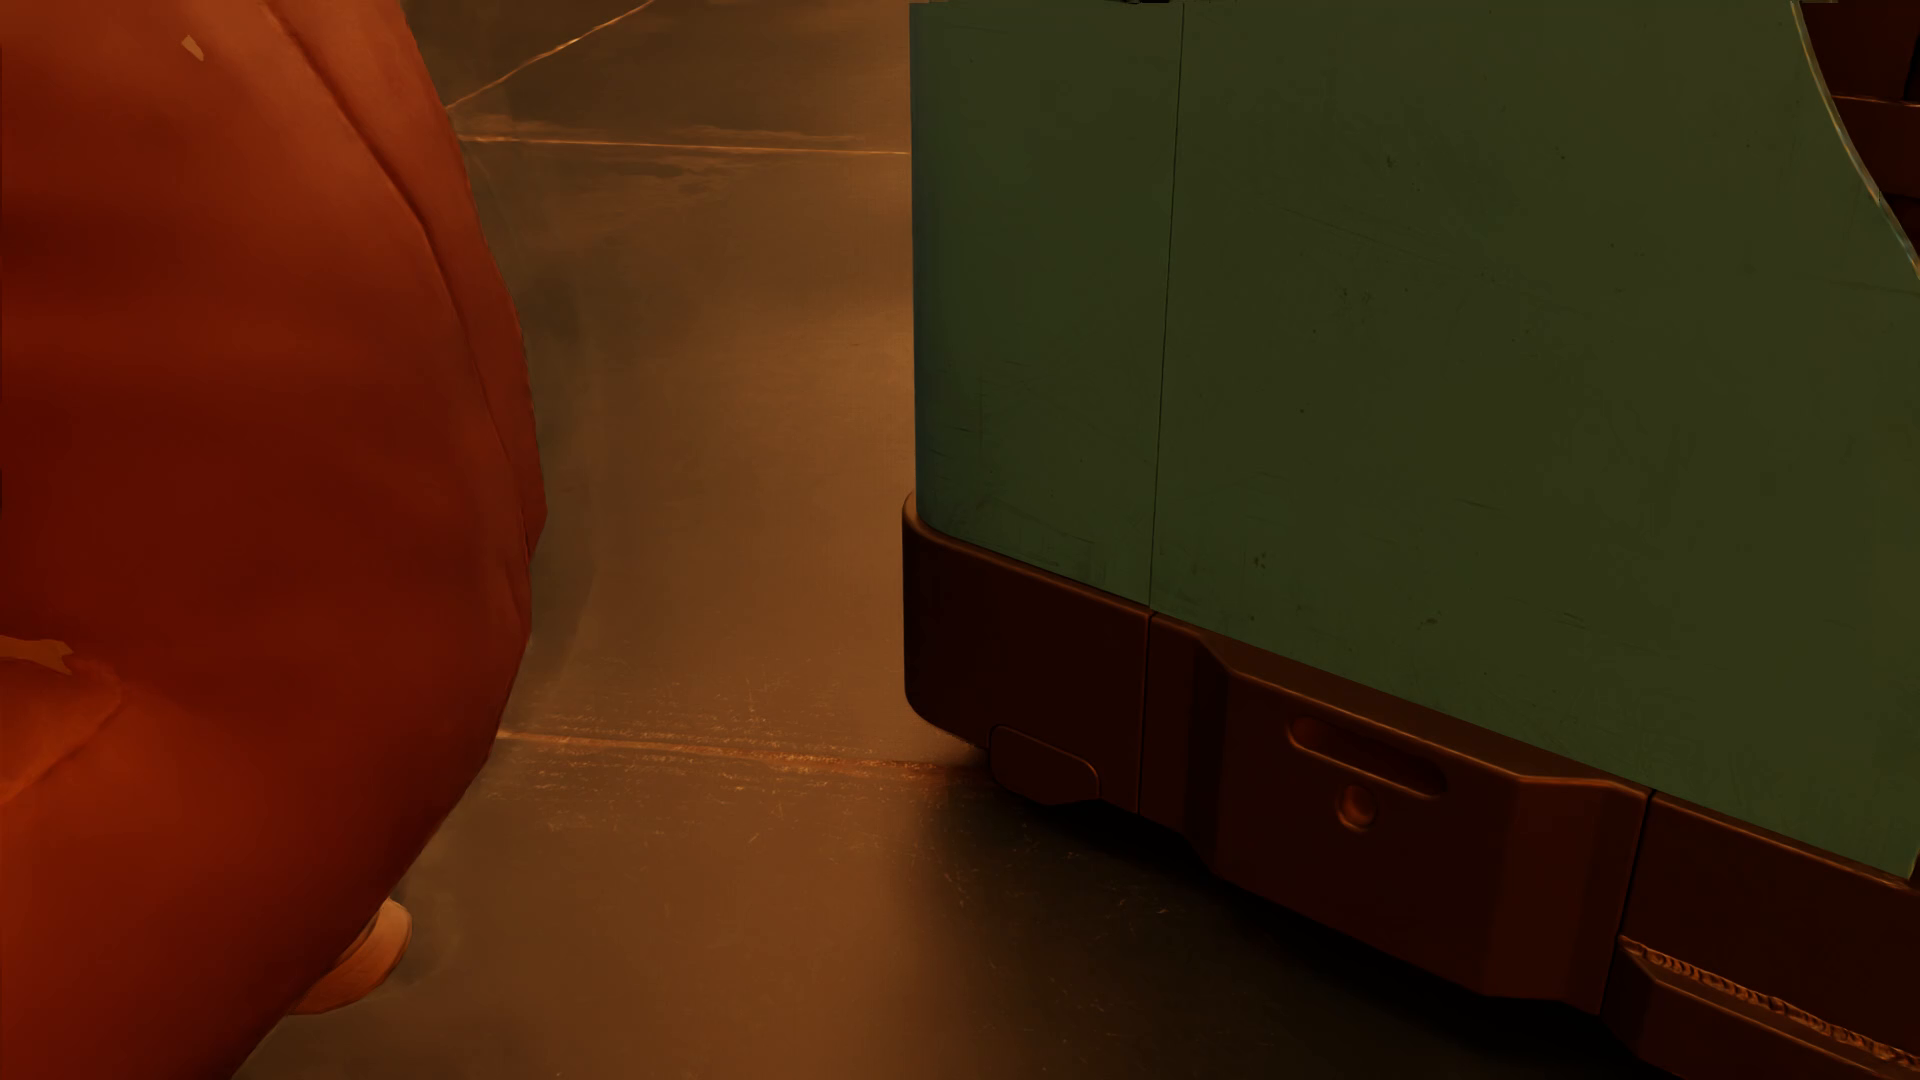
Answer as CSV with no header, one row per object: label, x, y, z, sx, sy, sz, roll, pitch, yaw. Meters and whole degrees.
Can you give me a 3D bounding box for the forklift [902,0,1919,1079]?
forklift,1.402,-0.823,0.866,3.031,2.935,1.130,20,33,34
